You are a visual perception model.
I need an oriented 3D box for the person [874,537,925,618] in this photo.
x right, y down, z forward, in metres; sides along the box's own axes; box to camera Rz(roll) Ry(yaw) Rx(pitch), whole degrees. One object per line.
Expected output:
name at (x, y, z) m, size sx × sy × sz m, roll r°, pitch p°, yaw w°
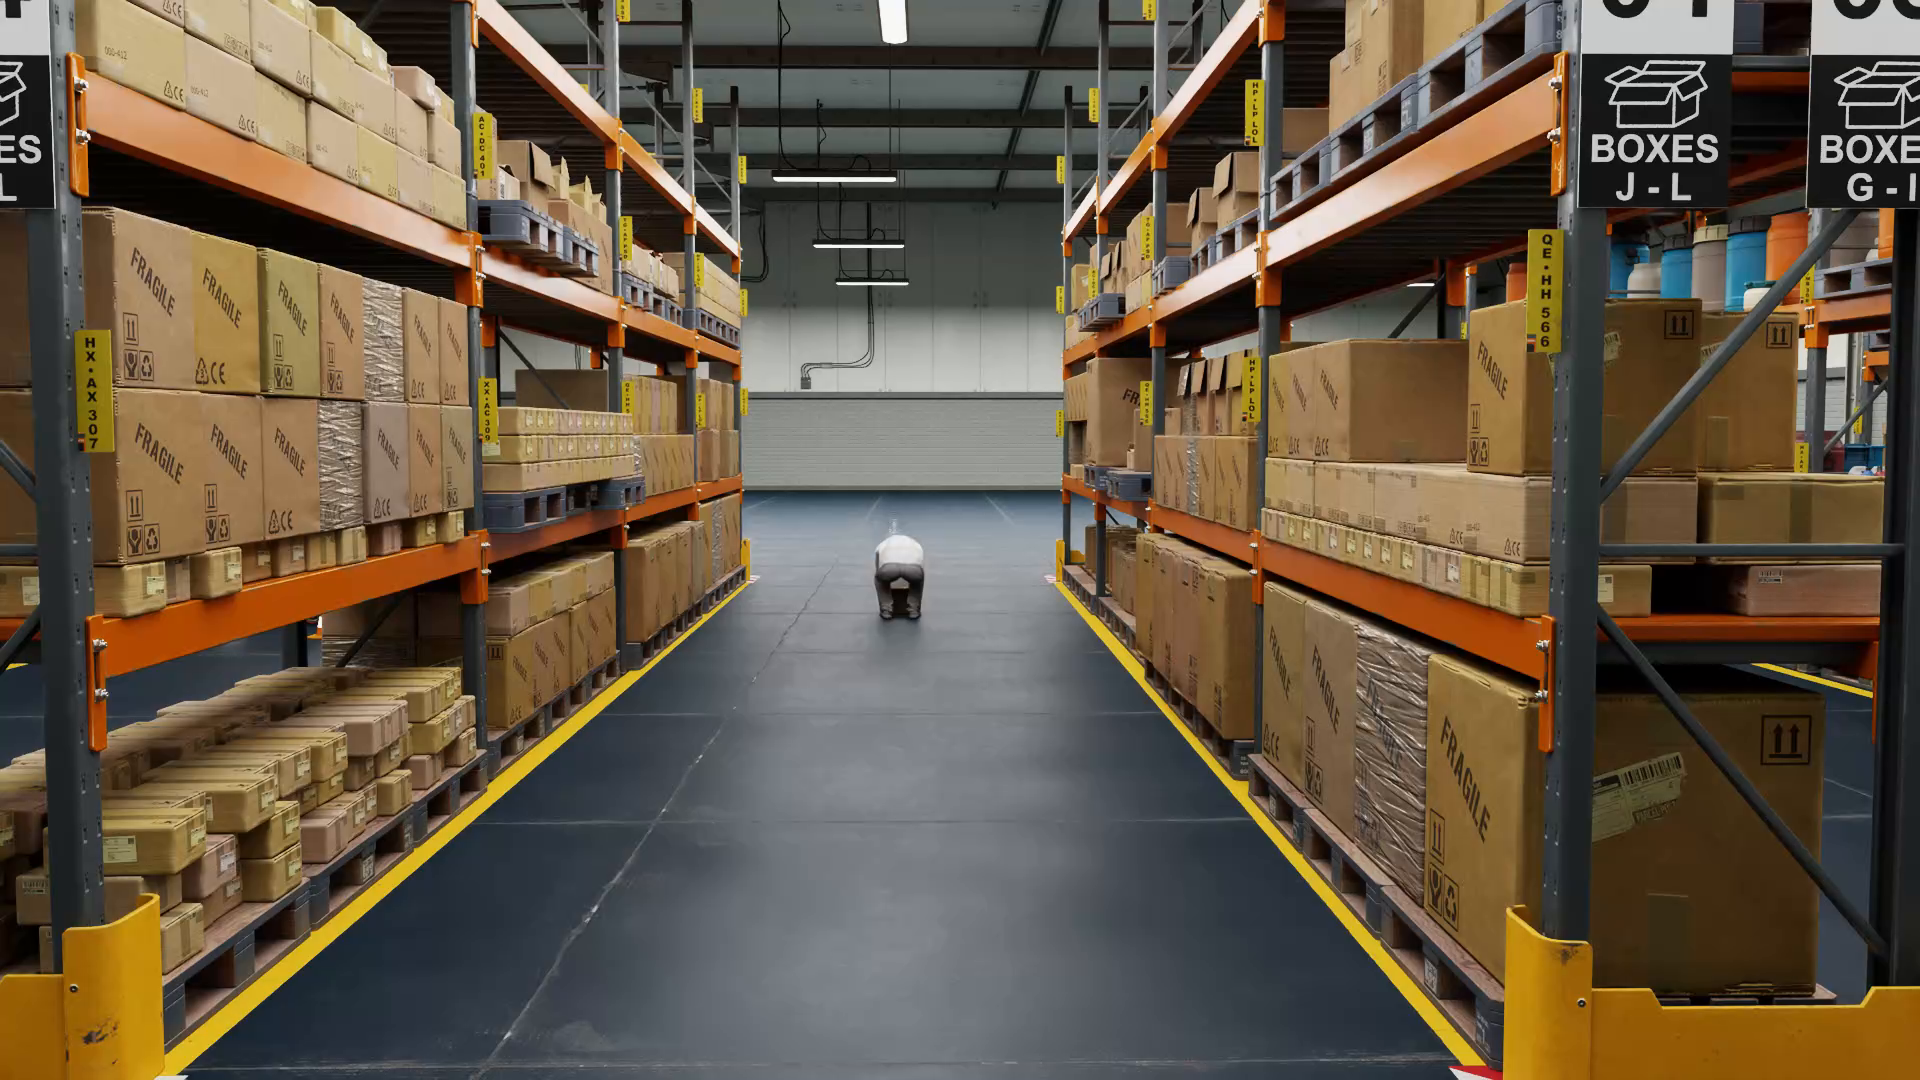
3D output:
person at (-0.604, 0.368, 16.617) m, size 0.506 × 0.804 × 0.997 m, roll 0°, pitch 4°, yaw -3°
